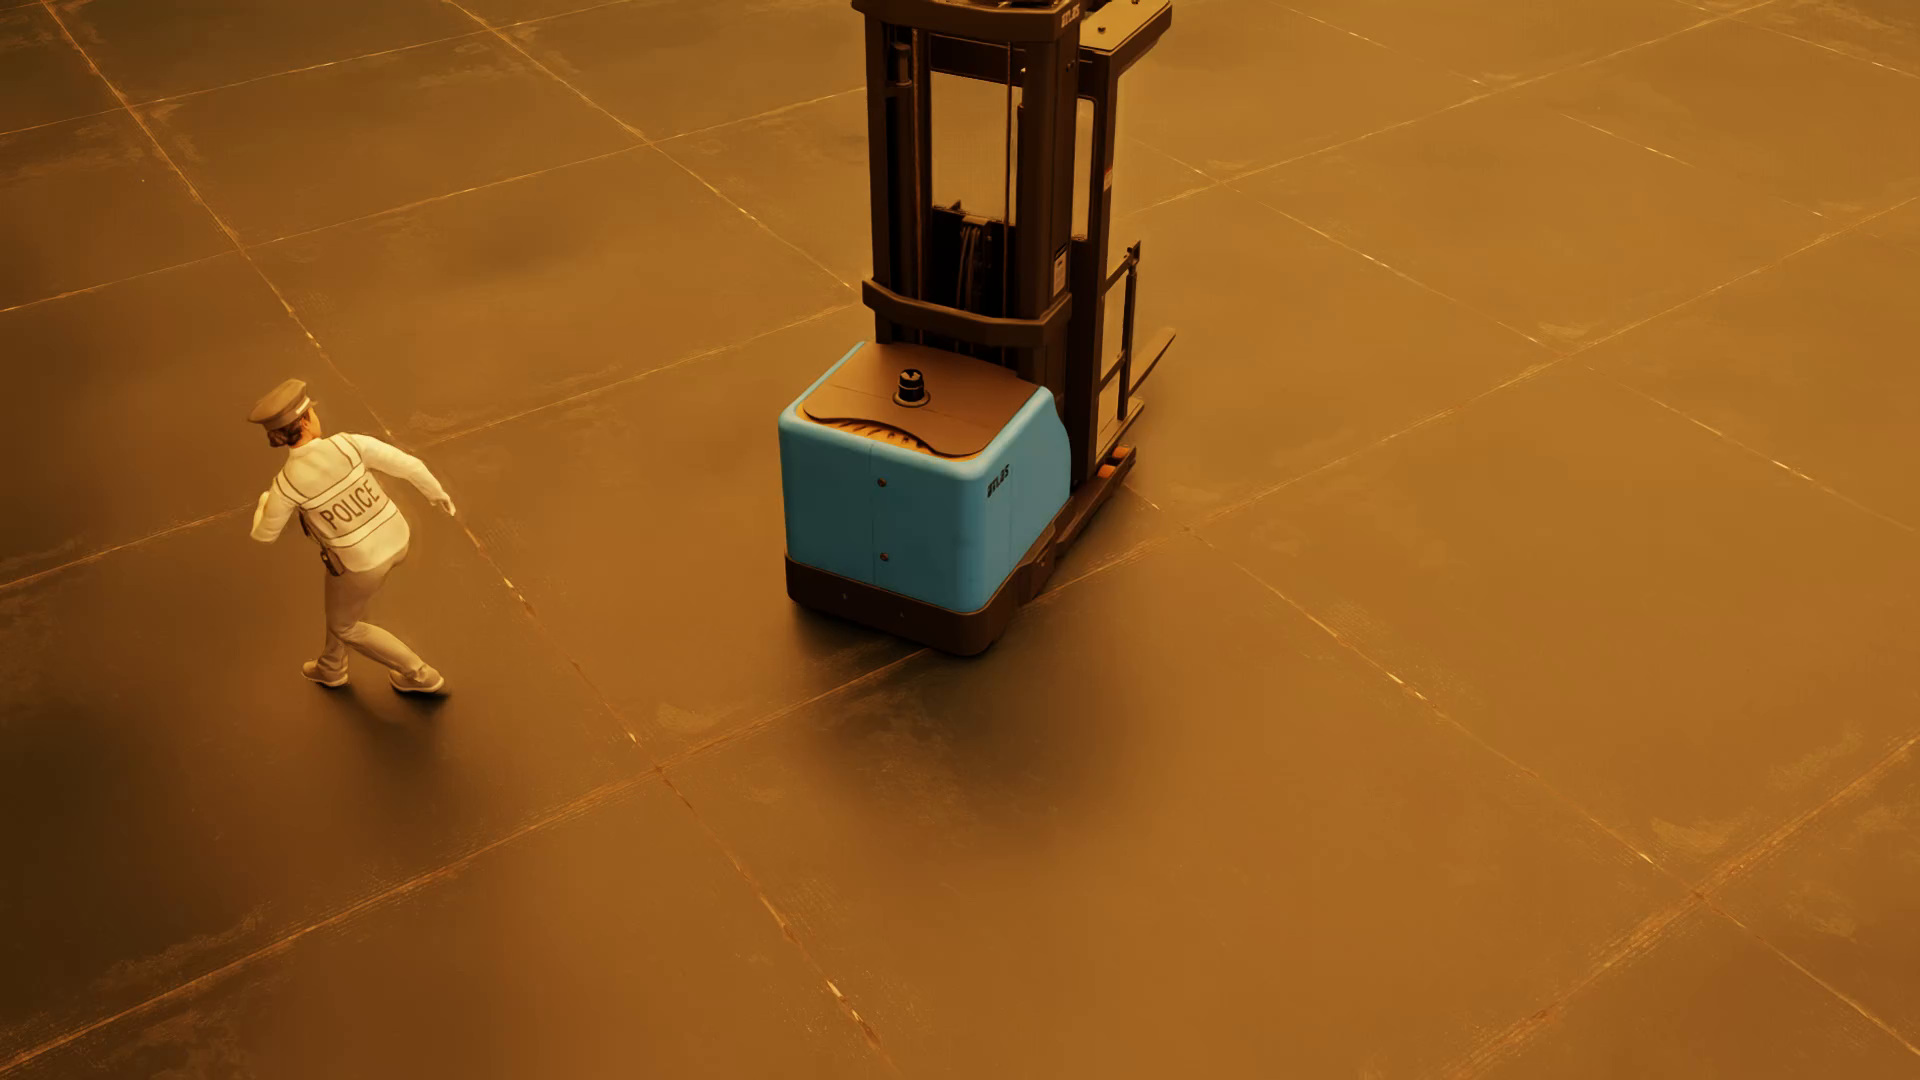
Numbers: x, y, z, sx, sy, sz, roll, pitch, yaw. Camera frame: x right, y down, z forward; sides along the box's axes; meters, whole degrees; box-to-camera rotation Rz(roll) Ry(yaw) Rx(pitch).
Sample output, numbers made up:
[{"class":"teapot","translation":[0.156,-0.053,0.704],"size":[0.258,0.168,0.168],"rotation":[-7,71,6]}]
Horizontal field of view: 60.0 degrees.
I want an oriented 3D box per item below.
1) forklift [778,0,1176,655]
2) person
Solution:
[{"class":"forklift","translation":[0.285,-1.516,7.995],"size":[1.130,2.935,3.031],"rotation":[17,40,21]},{"class":"person","translation":[-2.635,-0.031,7.176],"size":[0.777,1.563,0.742],"rotation":[19,40,23]}]
